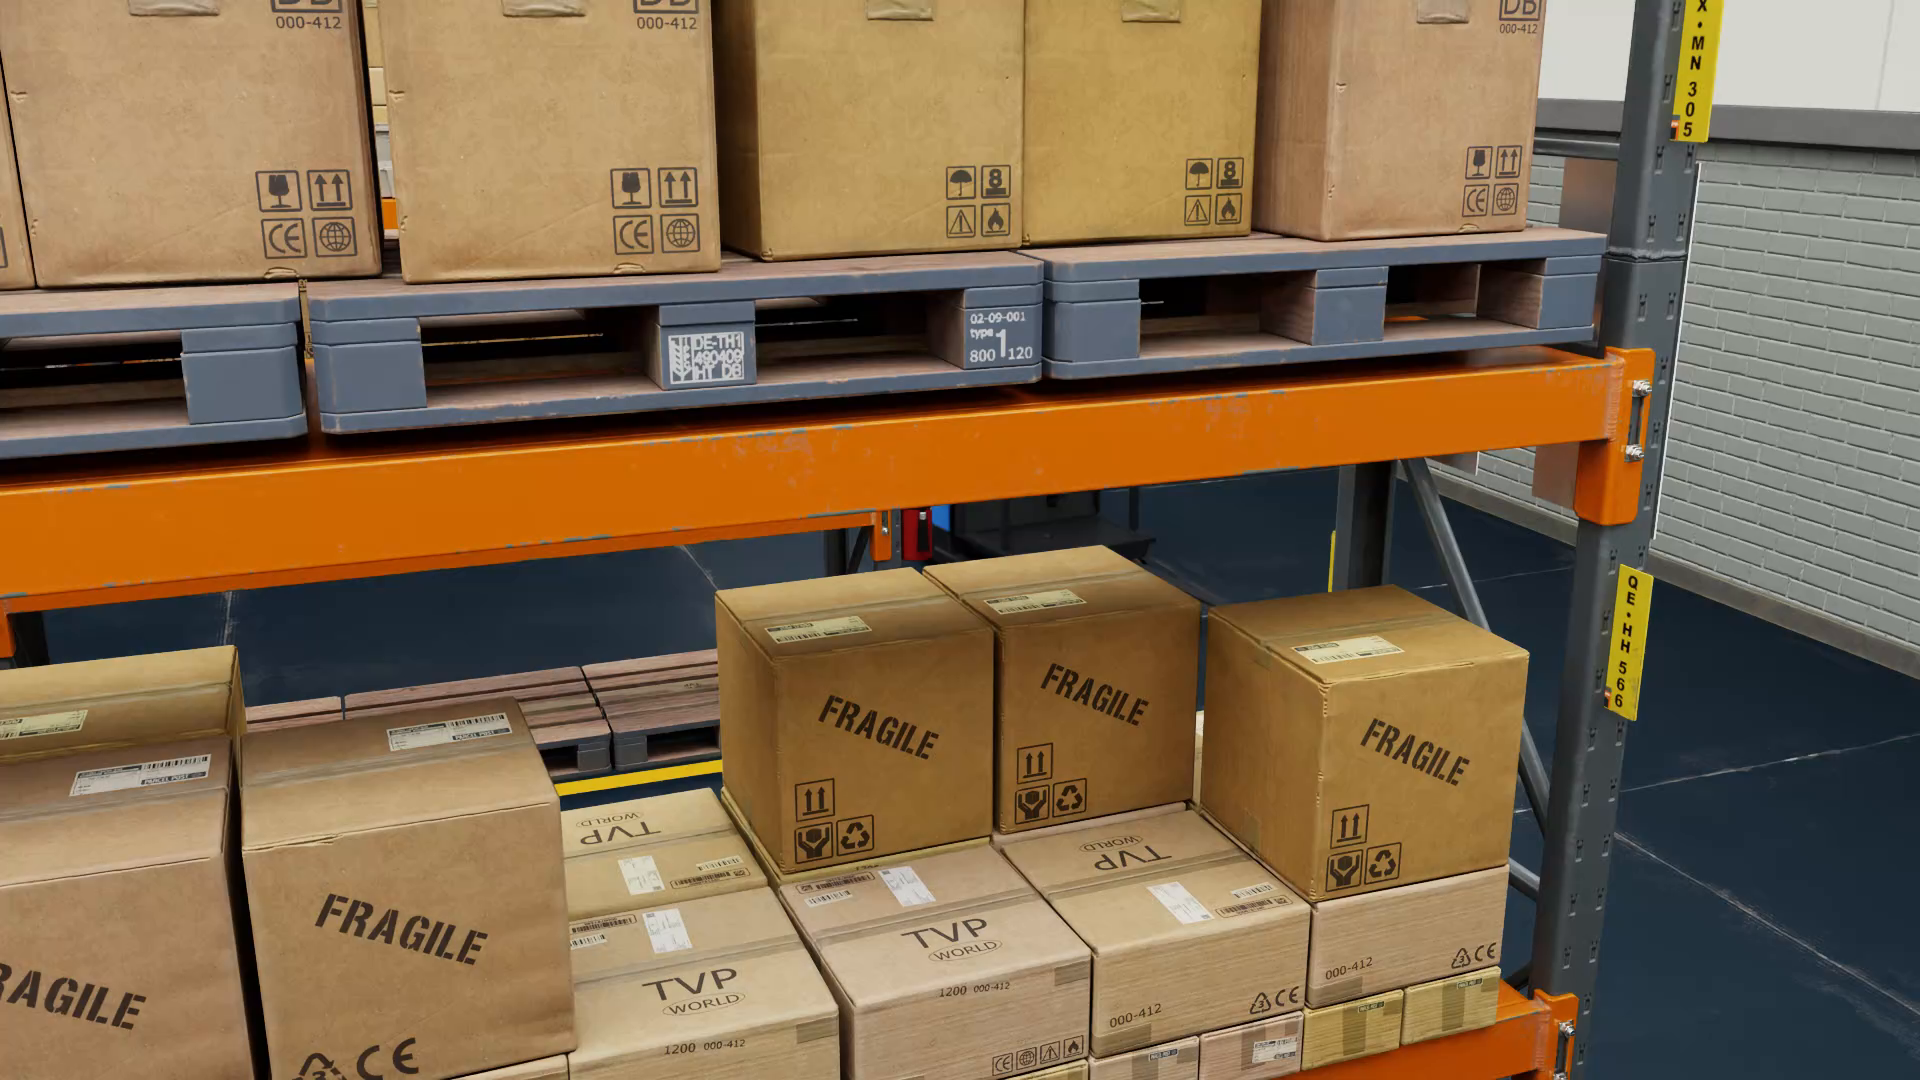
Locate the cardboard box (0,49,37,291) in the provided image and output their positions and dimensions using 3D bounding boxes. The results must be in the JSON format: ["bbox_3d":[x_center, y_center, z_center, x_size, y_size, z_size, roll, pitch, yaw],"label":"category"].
[{"bbox_3d":[-1.782,-0.684,2.679,0.500,0.500,0.700,-7,18,-23],"label":"cardboard box"}]

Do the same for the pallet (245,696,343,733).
[{"bbox_3d":[-3.591,1.098,7.984,1.213,0.211,1.003,-6,17,-20],"label":"pallet"}]

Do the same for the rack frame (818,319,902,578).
[{"bbox_3d":[-0.529,-0.559,8.678,0.127,3.000,1.000,-6,17,-20],"label":"rack frame"}]

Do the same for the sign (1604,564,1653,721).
[{"bbox_3d":[1.425,0.219,3.553,0.005,0.325,0.100,-6,17,-20],"label":"sign"}]

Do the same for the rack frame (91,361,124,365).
[{"bbox_3d":[-6.033,-1.459,11.744,0.127,3.000,1.000,-6,17,-20],"label":"rack frame"}]

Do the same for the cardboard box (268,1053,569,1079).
[{"bbox_3d":[-1.011,0.996,3.122,0.500,0.250,0.500,-6,17,-19],"label":"cardboard box"}]

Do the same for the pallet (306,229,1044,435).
[{"bbox_3d":[-0.587,-0.451,3.143,1.213,0.211,1.003,-6,17,-20],"label":"pallet"}]

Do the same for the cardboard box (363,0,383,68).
[{"bbox_3d":[-4.198,-3.641,11.897,0.500,0.500,0.700,-6,17,-20],"label":"cardboard box"}]

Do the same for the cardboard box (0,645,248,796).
[{"bbox_3d":[-1.689,0.551,3.306,0.500,0.500,0.500,-6,17,-20],"label":"cardboard box"}]

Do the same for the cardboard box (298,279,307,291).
[{"bbox_3d":[-4.530,-2.064,11.852,0.500,0.500,0.500,-7,18,-22],"label":"cardboard box"}]

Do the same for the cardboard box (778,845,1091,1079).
[{"bbox_3d":[-0.063,0.895,3.467,0.500,0.250,0.500,-7,18,-22],"label":"cardboard box"}]

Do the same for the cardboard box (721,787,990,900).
[{"bbox_3d":[-0.255,0.755,3.943,0.500,0.250,0.500,-7,18,-22],"label":"cardboard box"}]

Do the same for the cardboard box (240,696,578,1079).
[{"bbox_3d":[-1.006,0.635,3.021,0.500,0.500,0.500,-7,18,-22],"label":"cardboard box"}]

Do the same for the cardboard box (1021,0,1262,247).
[{"bbox_3d":[0.208,-0.901,3.418,0.500,0.500,0.700,-7,18,-22],"label":"cardboard box"}]

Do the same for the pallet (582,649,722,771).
[{"bbox_3d":[-1.313,0.852,8.822,1.213,0.211,1.003,-6,17,-20],"label":"pallet"}]

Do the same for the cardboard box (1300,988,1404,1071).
[{"bbox_3d":[0.787,1.014,3.767,0.250,0.149,0.380,-6,17,-20],"label":"cardboard box"}]

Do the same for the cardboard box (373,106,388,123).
[{"bbox_3d":[-4.089,-2.961,11.800,0.500,0.250,0.500,-6,17,-20],"label":"cardboard box"}]

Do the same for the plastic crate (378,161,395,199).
[{"bbox_3d":[-2.370,-1.598,7.360,0.530,0.136,0.437,-6,17,-20],"label":"plastic crate"}]

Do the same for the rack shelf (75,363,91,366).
[{"bbox_3d":[-7.901,-0.912,11.158,4.000,0.370,1.077,-6,17,-20],"label":"rack shelf"}]

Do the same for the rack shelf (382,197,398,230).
[{"bbox_3d":[-2.396,-1.451,7.670,4.000,0.370,1.077,-6,17,-20],"label":"rack shelf"}]

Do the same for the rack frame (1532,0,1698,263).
[{"bbox_3d":[1.243,-2.134,3.395,0.127,3.000,1.000,-6,17,-20],"label":"rack frame"}]

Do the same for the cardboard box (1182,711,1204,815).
[{"bbox_3d":[0.699,0.651,4.296,0.500,0.250,0.500,-7,18,-22],"label":"cardboard box"}]

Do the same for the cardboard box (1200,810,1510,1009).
[{"bbox_3d":[0.886,0.792,3.815,0.500,0.250,0.500,-6,18,-21],"label":"cardboard box"}]

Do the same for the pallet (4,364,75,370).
[{"bbox_3d":[-6.818,-1.315,11.594,1.213,0.211,1.003,-6,17,-20],"label":"pallet"}]

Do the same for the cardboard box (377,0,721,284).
[{"bbox_3d":[-0.740,-0.752,2.912,0.500,0.500,0.700,-5,17,-18],"label":"cardboard box"}]

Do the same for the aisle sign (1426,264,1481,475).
[{"bbox_3d":[1.203,-0.589,4.167,0.004,0.787,0.394,-6,17,-20],"label":"aisle sign"}]

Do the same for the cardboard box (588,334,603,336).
[{"bbox_3d":[-2.619,-1.794,12.705,0.500,0.500,0.500,-6,17,-18],"label":"cardboard box"}]

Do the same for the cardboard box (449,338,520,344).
[{"bbox_3d":[-3.570,-1.692,12.358,0.500,0.500,0.500,-6,17,-20],"label":"cardboard box"}]

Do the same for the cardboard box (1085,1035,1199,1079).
[{"bbox_3d":[0.317,1.064,3.597,0.250,0.149,0.380,-6,17,-19],"label":"cardboard box"}]

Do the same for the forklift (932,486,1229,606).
[{"bbox_3d":[0.589,-1.126,10.731,1.130,2.935,3.031,-9,19,-28],"label":"forklift"}]

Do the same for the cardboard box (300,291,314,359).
[{"bbox_3d":[-4.515,-1.589,12.009,0.500,0.500,0.500,-6,17,-20],"label":"cardboard box"}]

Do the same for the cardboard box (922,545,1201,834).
[{"bbox_3d":[0.232,0.341,4.019,0.500,0.500,0.500,-7,18,-21],"label":"cardboard box"}]

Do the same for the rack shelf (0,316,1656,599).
[{"bbox_3d":[-0.624,-0.148,3.232,4.000,0.370,1.077,-6,17,-20],"label":"rack shelf"}]
